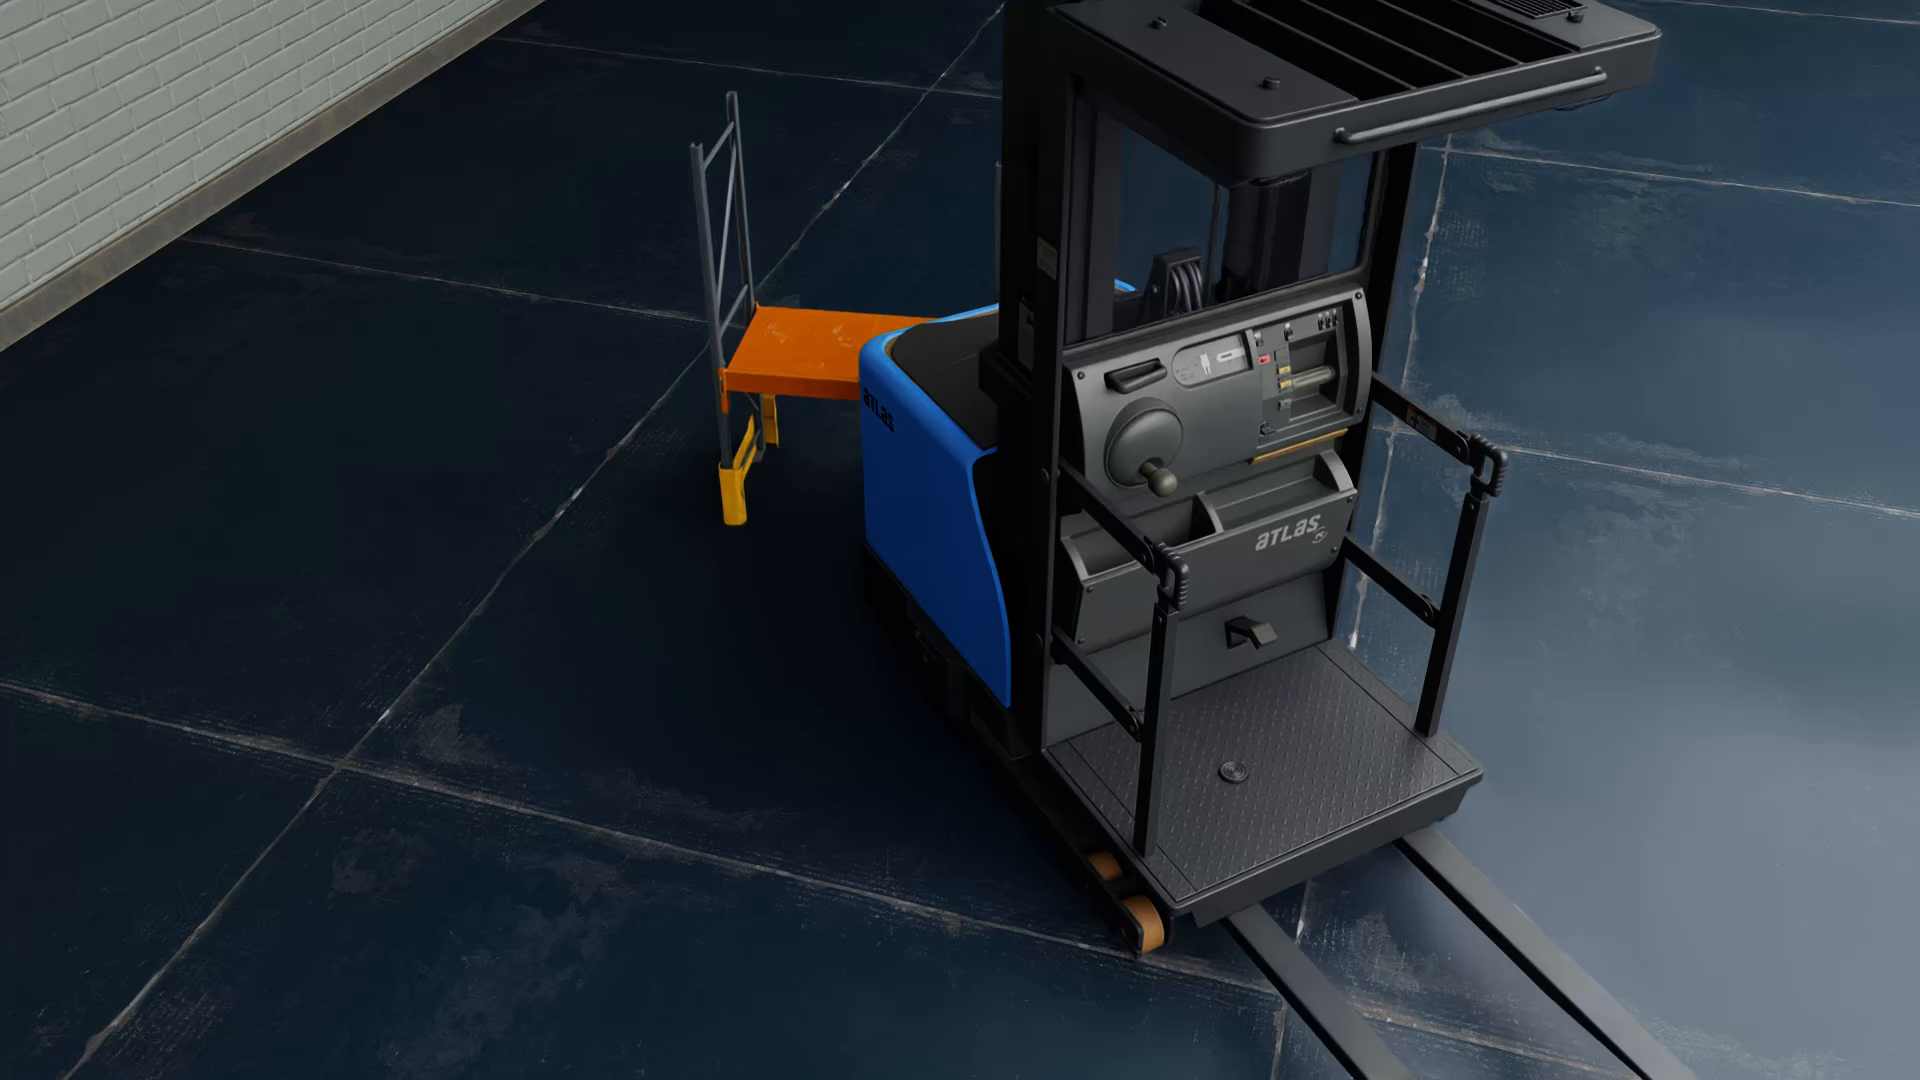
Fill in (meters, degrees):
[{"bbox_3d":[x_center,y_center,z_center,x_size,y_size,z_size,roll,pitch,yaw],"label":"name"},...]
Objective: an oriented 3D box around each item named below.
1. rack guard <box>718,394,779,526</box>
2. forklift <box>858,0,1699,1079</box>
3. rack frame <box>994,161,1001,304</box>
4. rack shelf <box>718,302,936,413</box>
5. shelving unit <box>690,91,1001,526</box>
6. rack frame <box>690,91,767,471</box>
[{"bbox_3d":[-0.820,-0.330,6.487,0.087,0.250,0.587,5,37,7],"label":"rack guard"},{"bbox_3d":[0.804,-0.328,4.223,1.130,2.935,3.031,-18,40,-23],"label":"forklift"},{"bbox_3d":[0.166,-0.745,5.997,0.032,1.500,0.500,5,37,7],"label":"rack frame"},{"bbox_3d":[-0.337,-0.645,6.165,1.000,0.185,0.538,5,37,7],"label":"rack shelf"},{"bbox_3d":[-0.328,-0.789,6.057,1.083,1.500,0.587,5,37,7],"label":"shelving unit"},{"bbox_3d":[-0.839,-0.835,6.119,0.032,1.500,0.500,5,37,7],"label":"rack frame"}]
